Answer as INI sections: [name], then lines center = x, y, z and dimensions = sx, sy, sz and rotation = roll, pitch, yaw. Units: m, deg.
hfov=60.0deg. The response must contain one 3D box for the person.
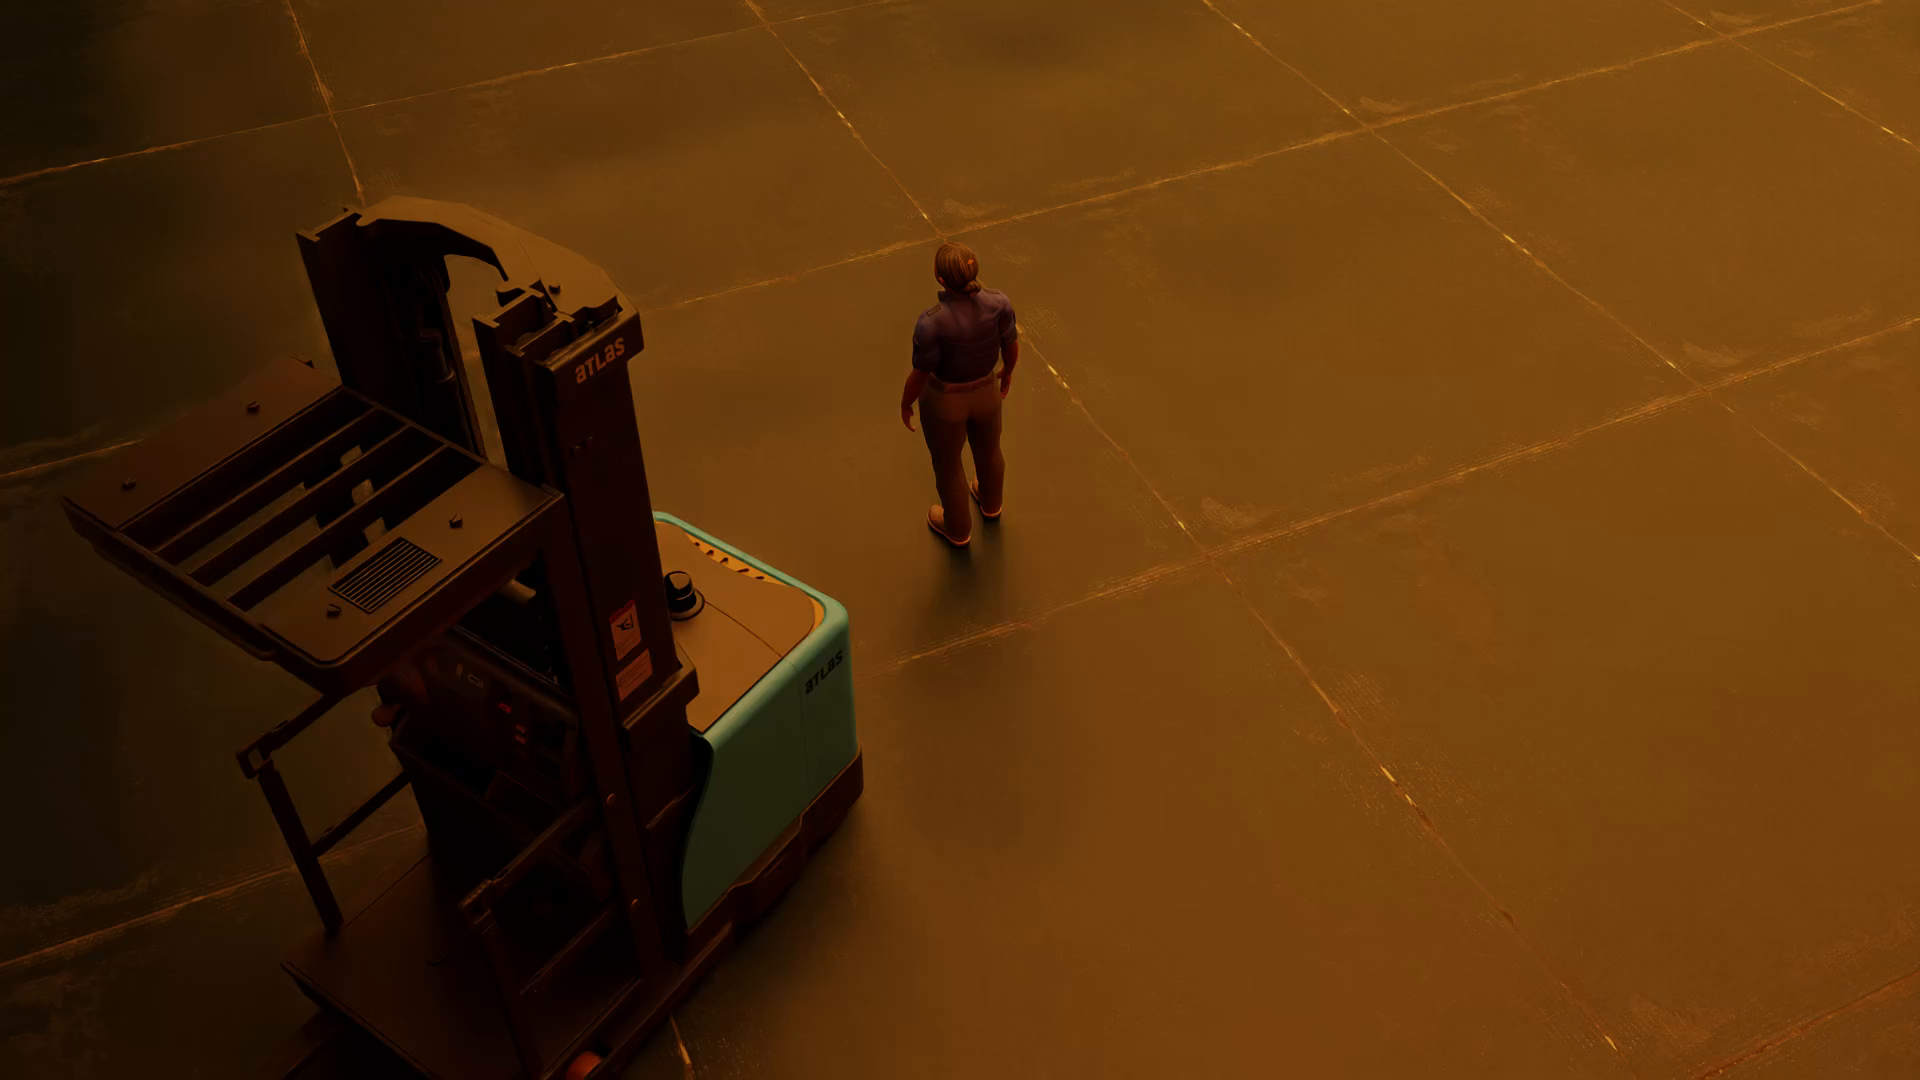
[person]
center = -0.019, -0.670, 7.323
dimensions = 0.569, 1.655, 0.504
rotation = -18, 46, -18

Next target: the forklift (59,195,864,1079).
[forklift]
center = -1.643, 0.590, 5.048
dimensions = 1.130, 2.935, 3.031
rotation = 26, 49, 25
